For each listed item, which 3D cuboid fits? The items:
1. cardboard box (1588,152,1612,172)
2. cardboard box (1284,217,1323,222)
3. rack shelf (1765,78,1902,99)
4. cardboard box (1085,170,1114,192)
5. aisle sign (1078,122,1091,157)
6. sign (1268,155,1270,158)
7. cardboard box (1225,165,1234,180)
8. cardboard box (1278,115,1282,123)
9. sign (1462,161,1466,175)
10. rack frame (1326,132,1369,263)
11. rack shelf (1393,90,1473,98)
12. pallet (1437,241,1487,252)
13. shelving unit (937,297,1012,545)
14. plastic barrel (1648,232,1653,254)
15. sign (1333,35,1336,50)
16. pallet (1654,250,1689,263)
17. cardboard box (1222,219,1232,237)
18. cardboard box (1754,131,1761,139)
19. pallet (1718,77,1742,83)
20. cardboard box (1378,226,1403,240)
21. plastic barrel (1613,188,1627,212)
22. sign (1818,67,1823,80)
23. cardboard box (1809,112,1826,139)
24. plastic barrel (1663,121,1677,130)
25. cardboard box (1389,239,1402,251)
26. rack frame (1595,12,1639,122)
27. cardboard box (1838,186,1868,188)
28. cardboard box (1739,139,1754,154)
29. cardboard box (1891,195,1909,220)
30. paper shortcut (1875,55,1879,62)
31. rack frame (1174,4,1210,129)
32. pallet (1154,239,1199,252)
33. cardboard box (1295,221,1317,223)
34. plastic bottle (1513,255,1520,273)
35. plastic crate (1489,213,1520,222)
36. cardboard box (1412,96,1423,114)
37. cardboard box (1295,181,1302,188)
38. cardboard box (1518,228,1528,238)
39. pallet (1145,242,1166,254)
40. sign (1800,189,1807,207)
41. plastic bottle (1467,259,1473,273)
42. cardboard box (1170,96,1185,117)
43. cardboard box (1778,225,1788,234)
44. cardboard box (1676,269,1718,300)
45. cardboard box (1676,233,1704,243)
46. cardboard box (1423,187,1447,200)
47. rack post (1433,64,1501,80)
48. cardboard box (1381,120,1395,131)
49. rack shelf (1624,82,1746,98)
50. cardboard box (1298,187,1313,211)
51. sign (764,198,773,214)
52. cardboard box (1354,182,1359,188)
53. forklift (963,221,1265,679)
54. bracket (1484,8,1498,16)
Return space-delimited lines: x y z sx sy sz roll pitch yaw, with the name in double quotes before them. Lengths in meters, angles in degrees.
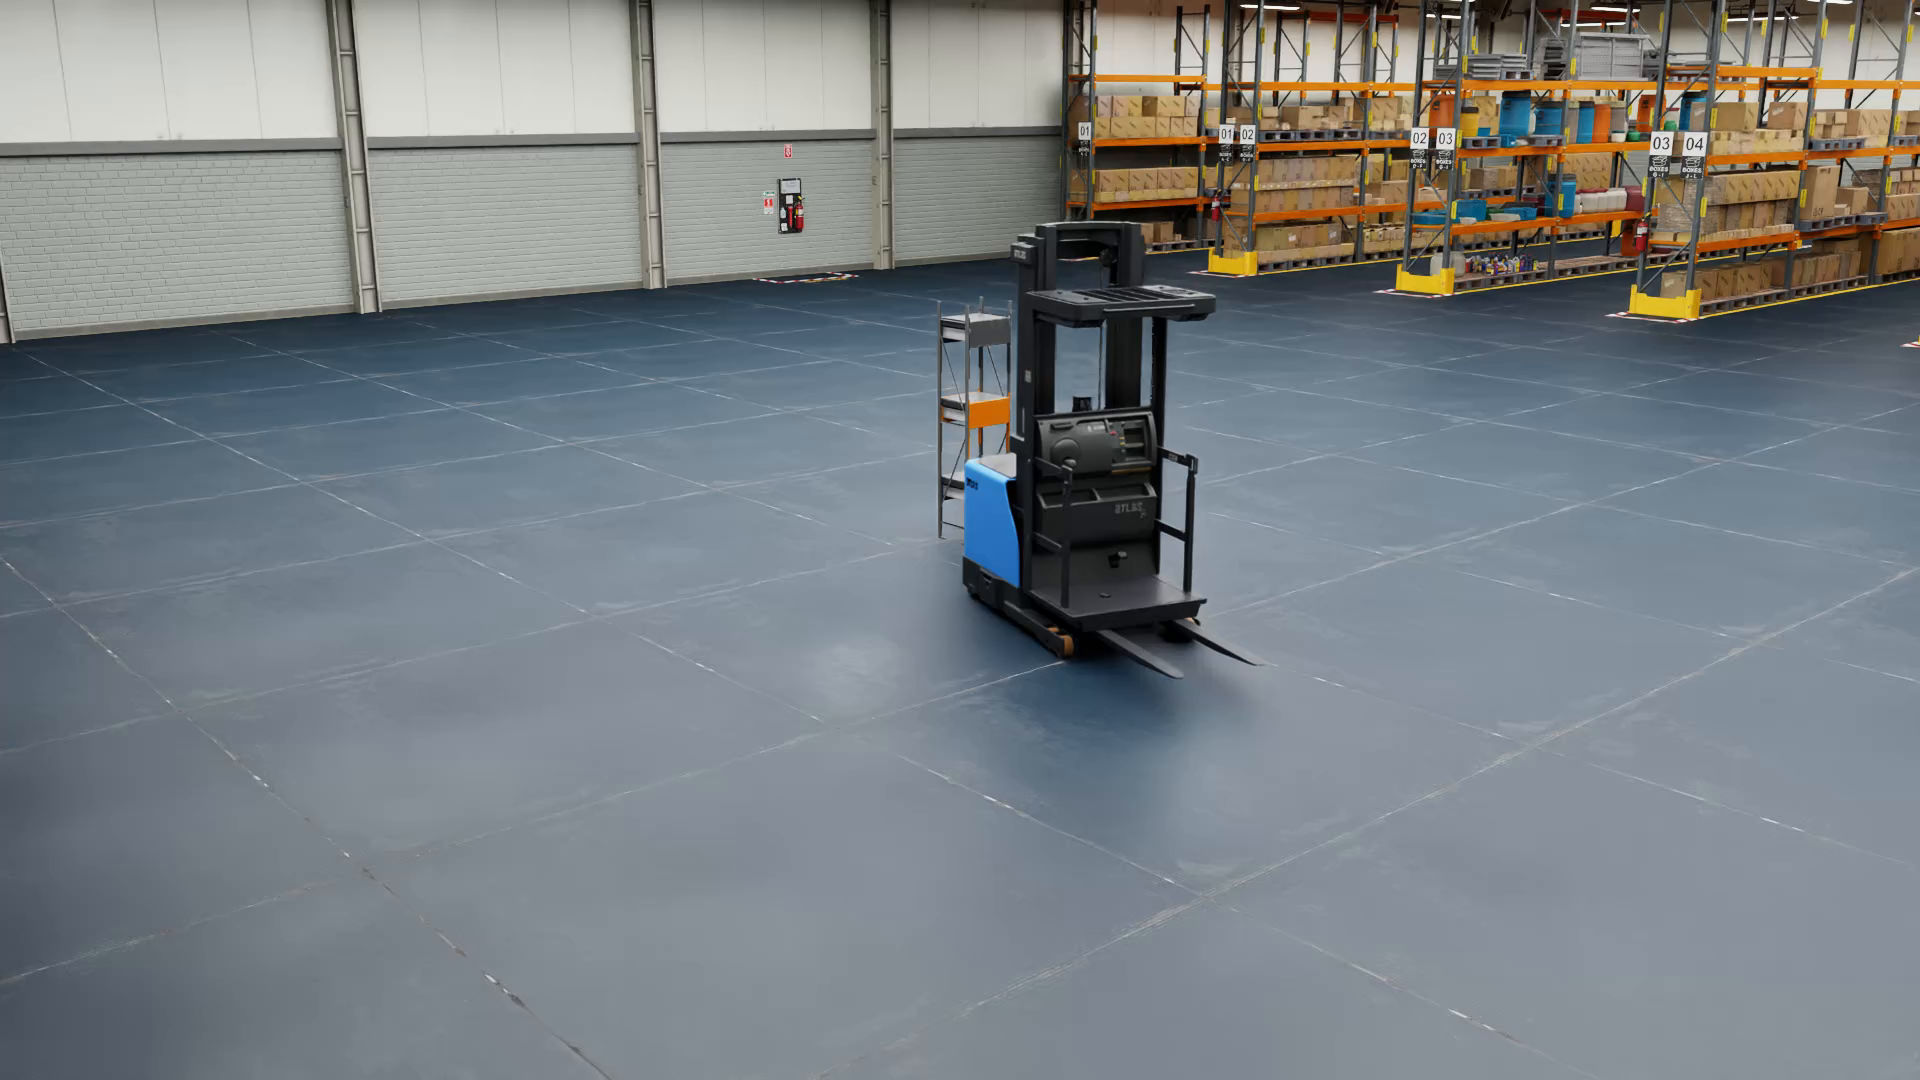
"cardboard box" 17.616 -10.436 45.875 0.500 0.500 0.500 -12 19 -38
"cardboard box" 9.503 -8.991 45.949 0.750 0.750 0.750 -13 20 -40
"rack shelf" 17.108 -8.853 32.626 4.000 0.370 1.077 -13 19 -39
"cardboard box" 3.385 -8.694 40.285 0.500 0.500 0.500 -13 19 -39
"aisle sign" 2.970 -9.558 39.681 0.004 0.787 0.394 -13 19 -39
"sign" 8.496 -10.394 45.608 0.005 0.325 0.100 -13 19 -39
"cardboard box" 7.154 -9.601 43.836 0.500 0.500 0.700 -10 18 -32
"cardboard box" 7.197 -9.426 37.500 0.500 0.311 0.500 -10 18 -33
"sign" 12.484 -9.216 41.195 0.005 0.325 0.100 -13 19 -39
"rack frame" 9.100 -8.086 39.210 0.127 3.000 1.000 -13 19 -39
"rack shelf" 13.389 -13.102 48.530 4.000 0.370 1.077 -13 19 -39
"pallet" 12.705 -7.536 42.553 1.213 0.211 1.003 -13 19 -39
"shelving unit" 0.125 -1.042 14.584 0.503 2.100 0.431 -13 19 -39
"plastic barrel" 16.091 -6.999 39.147 0.421 0.512 0.421 0 15 0
"sign" 8.734 -11.578 38.693 0.005 0.325 0.100 -13 19 -39
"pallet" 16.853 -6.799 39.794 1.213 0.211 1.003 -13 19 -39
"cardboard box" 6.746 -8.280 43.927 0.500 0.500 0.700 -13 20 -40
"cardboard box" 14.292 -7.362 30.205 0.250 0.149 0.380 -14 20 -41
"pallet" 17.779 -10.944 39.426 1.213 0.211 1.003 -13 19 -39
"cardboard box" 10.346 -7.425 40.161 0.500 0.311 0.500 -14 20 -41
"plastic barrel" 14.730 -7.637 37.312 0.421 0.512 0.421 0 15 0
"sign" 21.774 -11.792 42.085 0.005 0.325 0.100 -13 19 -39
"cardboard box" 16.019 -7.919 31.759 0.637 0.503 0.797 -14 20 -42
"plastic barrel" 16.316 -9.511 38.217 0.294 0.245 0.294 0 15 0
"cardboard box" 10.342 -7.155 40.240 0.500 0.250 0.500 -13 20 -41
"rack frame" 18.152 -13.017 46.046 0.127 3.000 1.000 -13 19 -39
"cardboard box" 18.236 -6.986 34.086 0.500 0.500 0.500 13 20 40
"cardboard box" 13.877 -7.059 29.843 0.500 0.250 0.500 -13 20 -40
"cardboard box" 19.550 -7.000 34.950 0.500 0.500 0.500 -13 20 -41
"paper shortcut" 19.269 -10.126 34.952 0.009 0.170 0.078 30 0 42
"rack frame" 5.845 -11.948 42.044 0.127 3.000 1.000 -13 19 -39
"pallet" 5.362 -7.582 42.726 1.213 0.211 1.003 -13 19 -39
"cardboard box" 8.172 -7.219 39.025 0.500 0.500 0.500 -13 19 -39
"plastic bottle" 11.663 -5.802 34.937 0.185 0.351 0.144 -13 20 -40
"plastic crate" 11.290 -6.669 34.417 0.437 0.136 0.530 -13 19 -39
"cardboard box" 12.986 -12.550 47.938 0.500 0.500 0.500 -13 20 -40
"cardboard box" 7.490 -8.013 37.487 0.250 0.149 0.380 -13 20 -40
"cardboard box" 14.572 -8.225 43.720 0.500 0.500 0.500 -13 19 -39
"pallet" 4.441 -7.374 41.948 1.213 0.211 1.003 -13 19 -39
"sign" 15.962 -6.471 31.485 0.005 0.325 0.100 -13 19 -39
"plastic bottle" 10.707 -5.757 34.901 0.133 0.283 0.061 -13 19 -39
"cardboard box" 5.236 -10.807 41.414 0.500 0.500 0.500 -11 19 -36
"cardboard box" 15.436 -5.901 31.518 0.250 0.149 0.380 -13 19 -39
"cardboard box" 13.493 -4.685 30.507 0.500 0.500 0.500 -7 17 -25
"cardboard box" 12.954 -5.360 29.490 0.250 0.149 0.380 -13 19 -39
"cardboard box" 11.814 -8.668 41.559 0.500 0.311 0.500 -11 19 -36
"rack post" 9.985 -9.204 32.738 0.954 0.300 0.937 -10 18 -33
"cardboard box" 9.983 -9.862 39.522 0.500 0.250 0.500 14 20 42
"rack shelf" 16.875 -10.495 38.773 4.000 0.370 1.077 -13 19 -39
"cardboard box" 7.609 -7.796 37.931 0.500 0.500 0.700 -12 19 -38
"sign" -4.113 -7.175 35.731 0.234 0.329 0.001 -13 19 -39
"cardboard box" 11.022 -10.014 46.875 0.250 0.149 0.380 -13 19 -39
"forklift" 1.076 -0.713 11.738 1.130 2.935 3.031 -6 16 -23
"bracket" 16.287 -16.206 51.010 0.430 0.232 0.235 -13 19 -39
